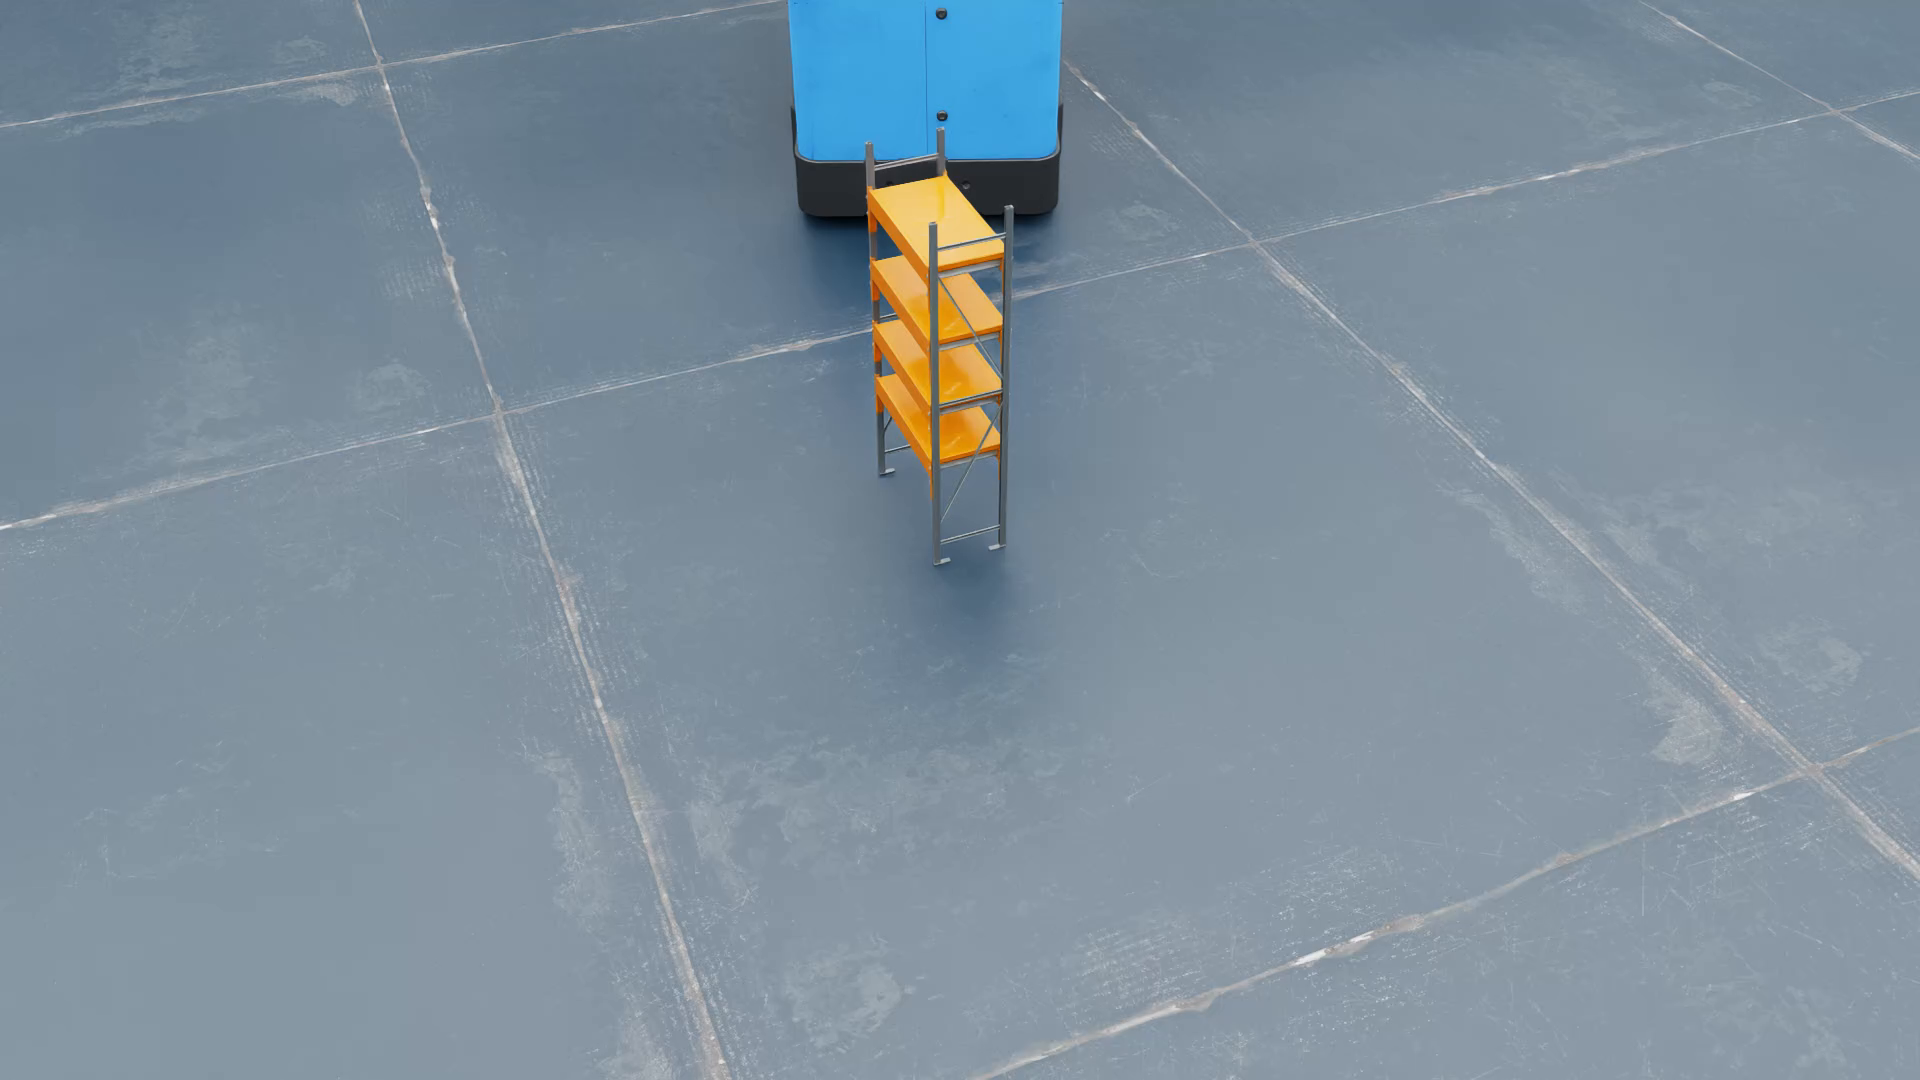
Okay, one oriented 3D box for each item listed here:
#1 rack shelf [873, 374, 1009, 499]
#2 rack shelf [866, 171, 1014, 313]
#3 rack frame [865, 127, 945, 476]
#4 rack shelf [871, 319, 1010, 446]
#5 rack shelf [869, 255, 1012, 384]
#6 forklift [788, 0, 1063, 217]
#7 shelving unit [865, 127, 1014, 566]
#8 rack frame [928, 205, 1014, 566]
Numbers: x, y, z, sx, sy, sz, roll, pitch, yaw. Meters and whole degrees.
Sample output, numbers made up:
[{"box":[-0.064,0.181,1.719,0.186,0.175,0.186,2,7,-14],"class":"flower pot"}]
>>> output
[{"box":[-0.063,-0.353,5.148,0.258,0.148,0.480,-15,43,-17],"class":"rack shelf"},{"box":[-0.063,-0.853,4.719,0.258,0.148,0.480,-15,43,-17],"class":"rack shelf"},{"box":[-0.157,-0.702,5.146,0.240,1.200,0.015,-15,43,-17],"class":"rack frame"},{"box":[-0.063,-0.504,5.019,0.258,0.148,0.480,-15,43,-17],"class":"rack shelf"},{"box":[-0.063,-0.673,4.873,0.258,0.148,0.480,-15,43,-17],"class":"rack shelf"},{"box":[-0.159,-3.340,6.886,1.130,2.935,3.031,-1,41,-1],"class":"forklift"},{"box":[-0.063,-0.555,4.975,0.258,1.200,0.503,-15,43,-17],"class":"shelving unit"},{"box":[0.030,-0.408,4.804,0.240,1.200,0.015,-15,43,-17],"class":"rack frame"}]
